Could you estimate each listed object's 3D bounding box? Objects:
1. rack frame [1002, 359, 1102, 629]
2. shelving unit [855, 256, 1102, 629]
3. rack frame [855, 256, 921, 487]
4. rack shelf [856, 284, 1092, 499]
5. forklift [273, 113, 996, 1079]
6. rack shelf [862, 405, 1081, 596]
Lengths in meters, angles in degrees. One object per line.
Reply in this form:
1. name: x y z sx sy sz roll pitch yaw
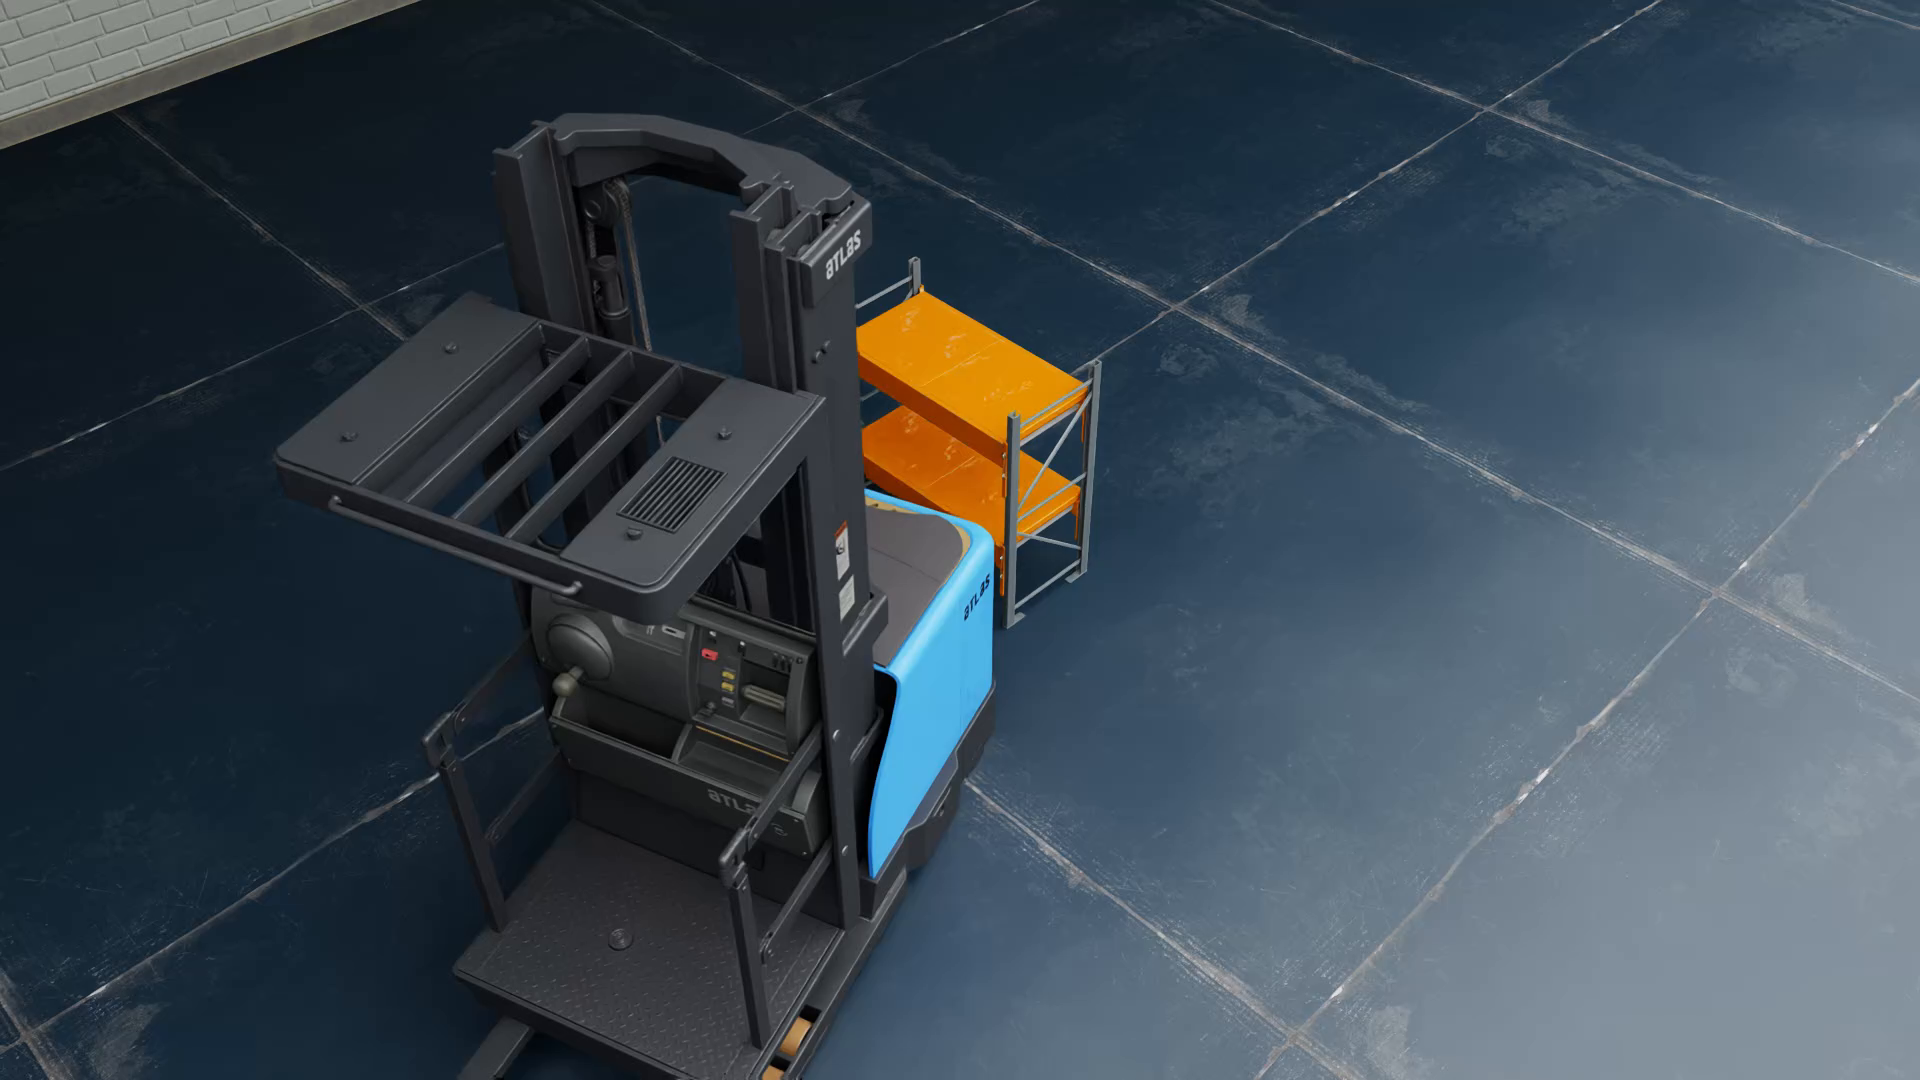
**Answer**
1. rack frame: 0.364 -0.166 6.718 0.500 1.125 0.032 -34 53 -31
2. shelving unit: 0.005 -0.410 6.982 0.538 1.125 1.048 -34 53 -31
3. rack frame: -0.354 -0.654 7.246 0.500 1.125 0.032 -34 53 -31
4. rack shelf: 0.005 -0.625 6.783 0.538 0.278 1.000 -34 53 -31
5. forklift: -0.949 0.436 4.736 1.130 2.935 3.031 18 46 18
6. rack shelf: 0.005 -0.230 7.148 0.538 0.278 1.000 -34 53 -31
